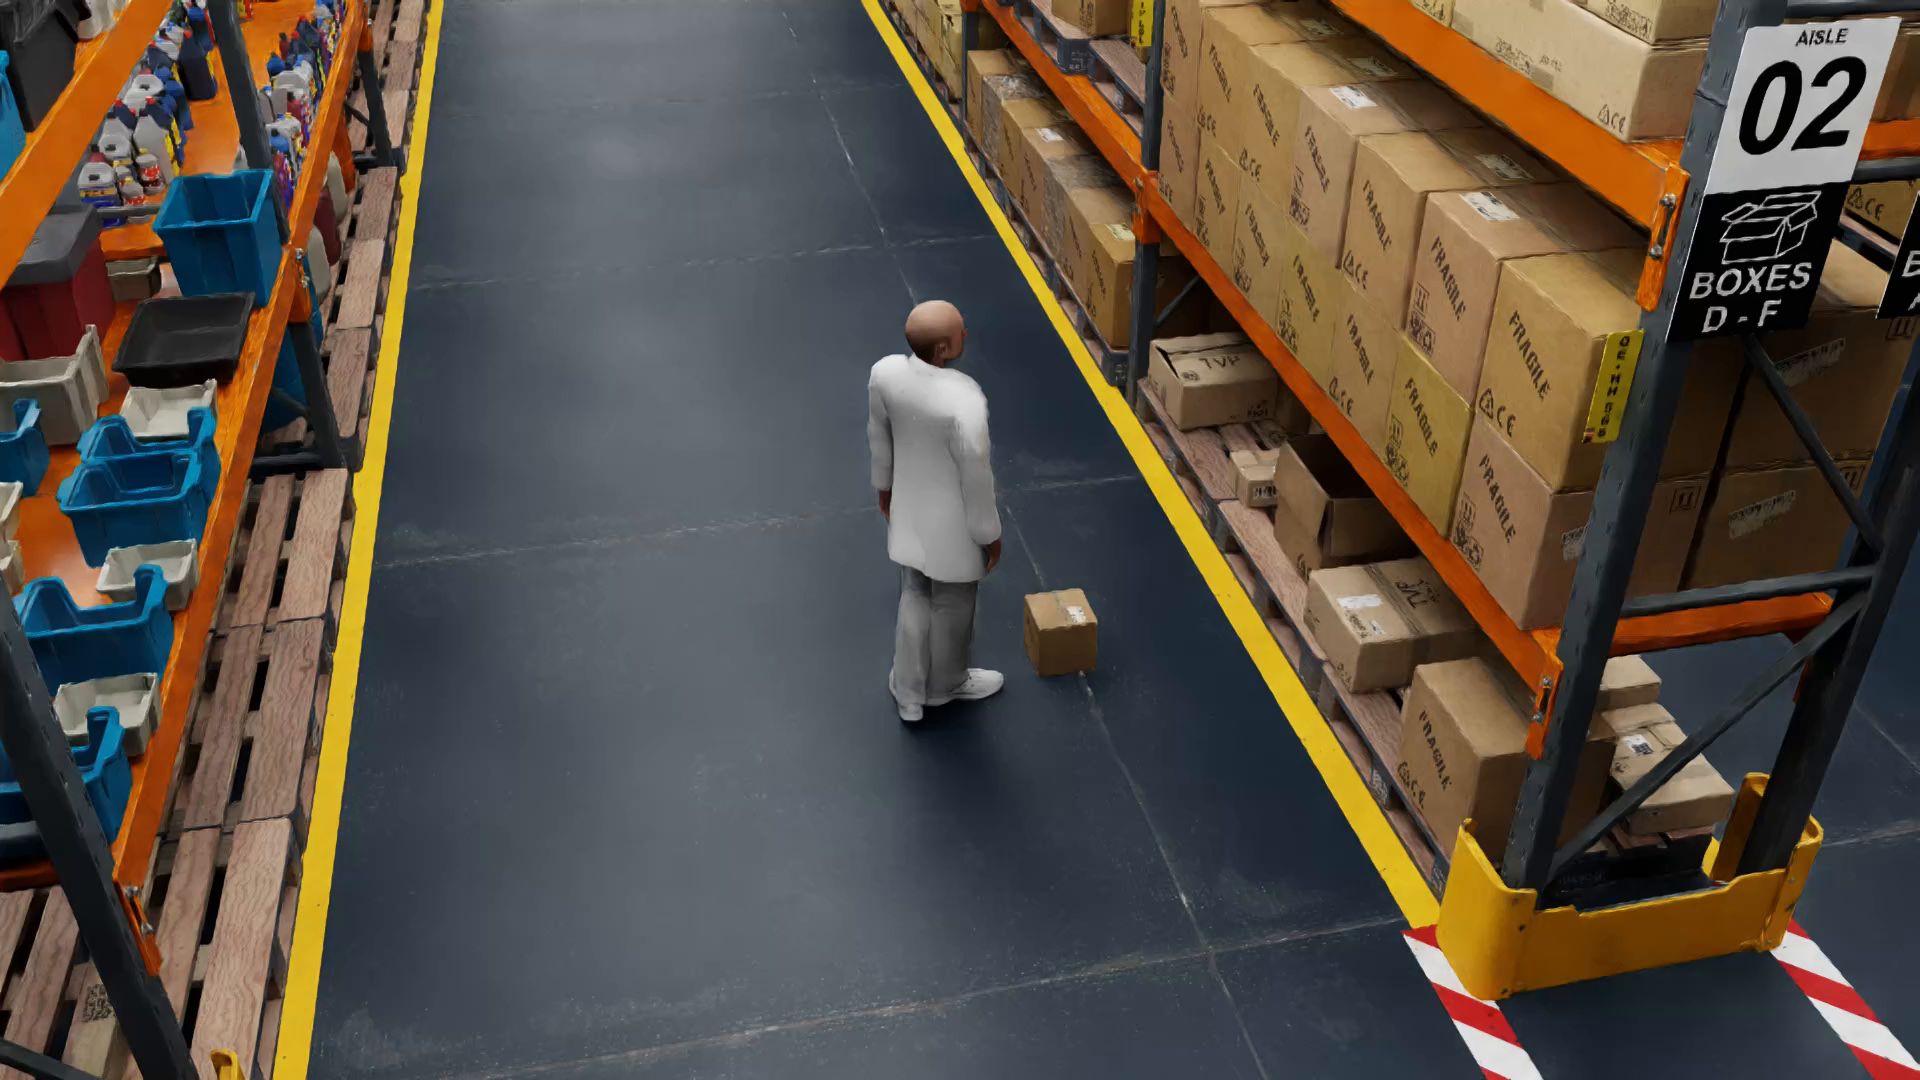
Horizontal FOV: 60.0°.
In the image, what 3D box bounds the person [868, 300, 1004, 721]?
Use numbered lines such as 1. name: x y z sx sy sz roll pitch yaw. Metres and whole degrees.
1. person: -0.106 -0.115 6.296 0.629 1.763 0.485 26 42 33
